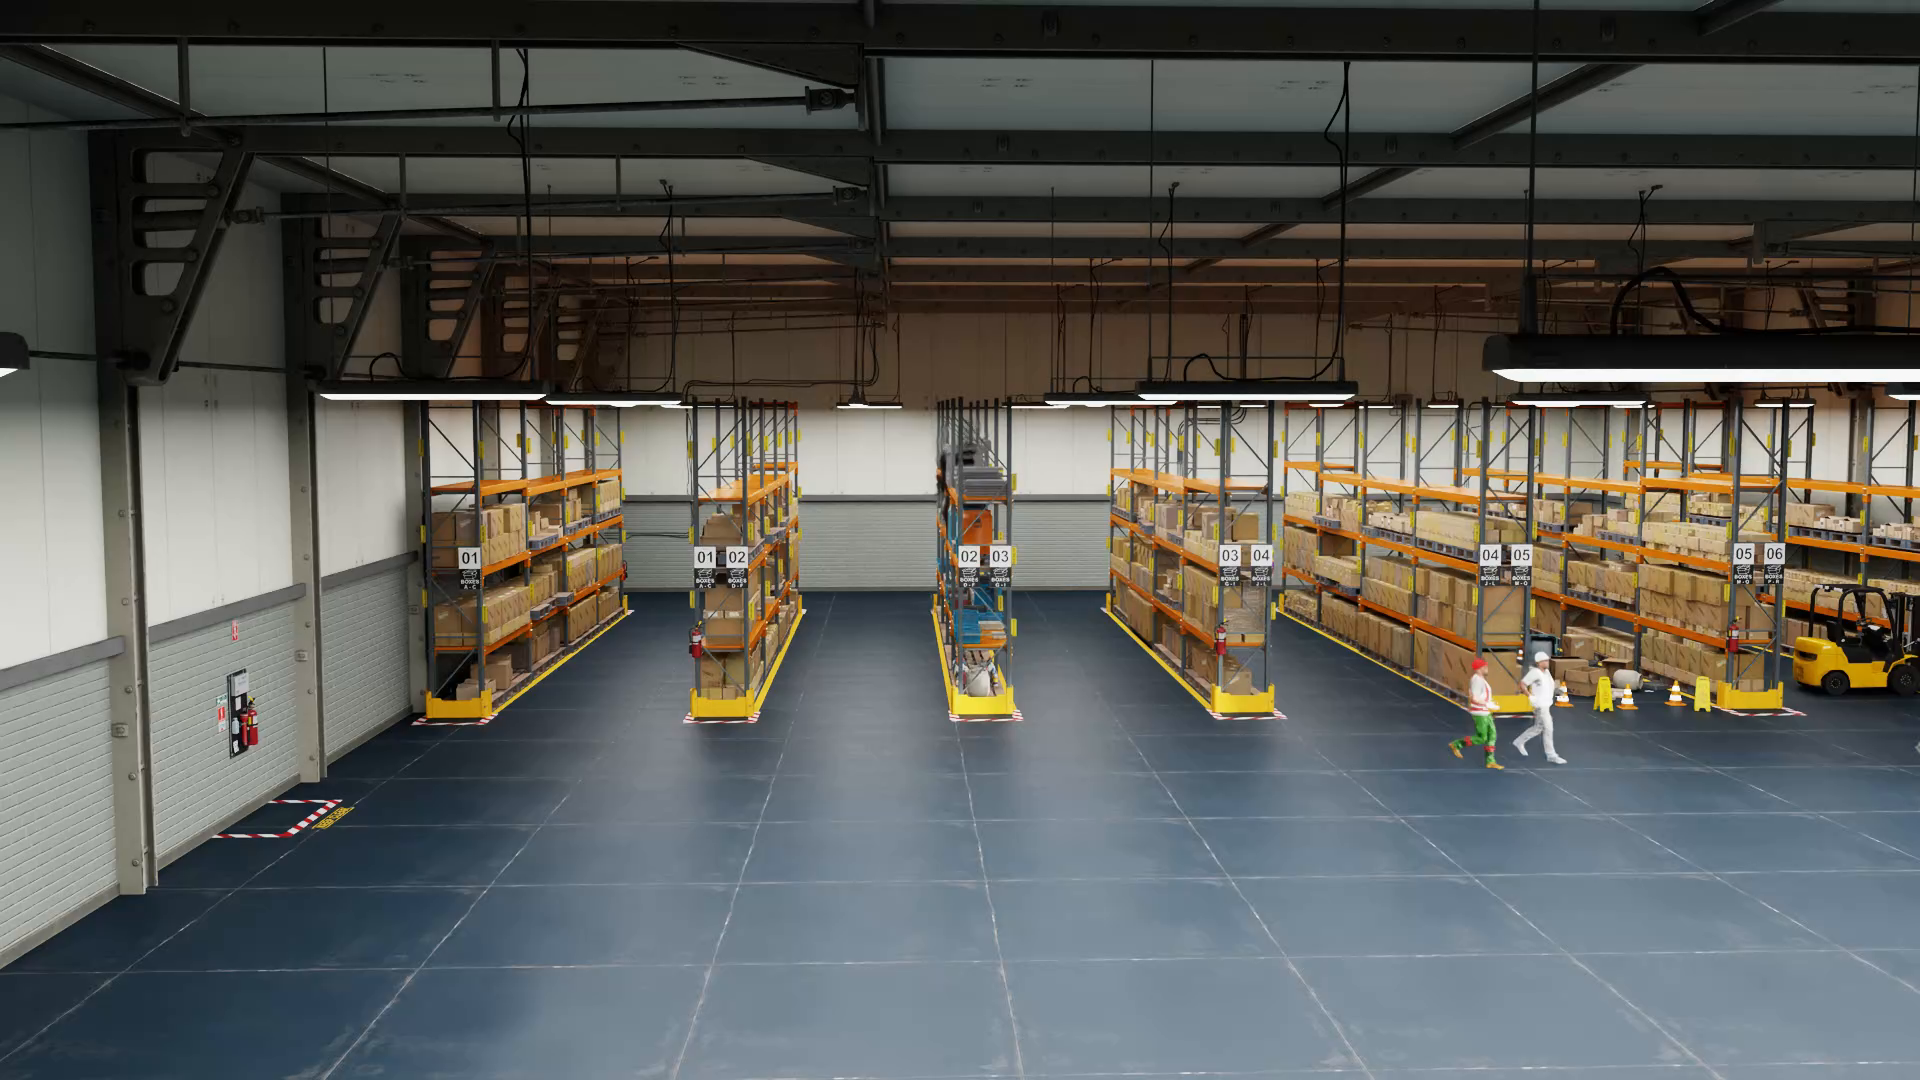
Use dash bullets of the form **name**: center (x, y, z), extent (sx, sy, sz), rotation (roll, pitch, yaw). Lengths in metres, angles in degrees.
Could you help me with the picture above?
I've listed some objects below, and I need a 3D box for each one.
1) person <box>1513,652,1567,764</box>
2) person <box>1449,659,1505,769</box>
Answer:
- **person**: center (9.489, 2.713, 27.148), extent (0.890, 1.780, 0.681), rotation (3, 6, 38)
- **person**: center (8.314, 2.783, 26.687), extent (0.869, 1.772, 0.657), rotation (2, 5, 23)
